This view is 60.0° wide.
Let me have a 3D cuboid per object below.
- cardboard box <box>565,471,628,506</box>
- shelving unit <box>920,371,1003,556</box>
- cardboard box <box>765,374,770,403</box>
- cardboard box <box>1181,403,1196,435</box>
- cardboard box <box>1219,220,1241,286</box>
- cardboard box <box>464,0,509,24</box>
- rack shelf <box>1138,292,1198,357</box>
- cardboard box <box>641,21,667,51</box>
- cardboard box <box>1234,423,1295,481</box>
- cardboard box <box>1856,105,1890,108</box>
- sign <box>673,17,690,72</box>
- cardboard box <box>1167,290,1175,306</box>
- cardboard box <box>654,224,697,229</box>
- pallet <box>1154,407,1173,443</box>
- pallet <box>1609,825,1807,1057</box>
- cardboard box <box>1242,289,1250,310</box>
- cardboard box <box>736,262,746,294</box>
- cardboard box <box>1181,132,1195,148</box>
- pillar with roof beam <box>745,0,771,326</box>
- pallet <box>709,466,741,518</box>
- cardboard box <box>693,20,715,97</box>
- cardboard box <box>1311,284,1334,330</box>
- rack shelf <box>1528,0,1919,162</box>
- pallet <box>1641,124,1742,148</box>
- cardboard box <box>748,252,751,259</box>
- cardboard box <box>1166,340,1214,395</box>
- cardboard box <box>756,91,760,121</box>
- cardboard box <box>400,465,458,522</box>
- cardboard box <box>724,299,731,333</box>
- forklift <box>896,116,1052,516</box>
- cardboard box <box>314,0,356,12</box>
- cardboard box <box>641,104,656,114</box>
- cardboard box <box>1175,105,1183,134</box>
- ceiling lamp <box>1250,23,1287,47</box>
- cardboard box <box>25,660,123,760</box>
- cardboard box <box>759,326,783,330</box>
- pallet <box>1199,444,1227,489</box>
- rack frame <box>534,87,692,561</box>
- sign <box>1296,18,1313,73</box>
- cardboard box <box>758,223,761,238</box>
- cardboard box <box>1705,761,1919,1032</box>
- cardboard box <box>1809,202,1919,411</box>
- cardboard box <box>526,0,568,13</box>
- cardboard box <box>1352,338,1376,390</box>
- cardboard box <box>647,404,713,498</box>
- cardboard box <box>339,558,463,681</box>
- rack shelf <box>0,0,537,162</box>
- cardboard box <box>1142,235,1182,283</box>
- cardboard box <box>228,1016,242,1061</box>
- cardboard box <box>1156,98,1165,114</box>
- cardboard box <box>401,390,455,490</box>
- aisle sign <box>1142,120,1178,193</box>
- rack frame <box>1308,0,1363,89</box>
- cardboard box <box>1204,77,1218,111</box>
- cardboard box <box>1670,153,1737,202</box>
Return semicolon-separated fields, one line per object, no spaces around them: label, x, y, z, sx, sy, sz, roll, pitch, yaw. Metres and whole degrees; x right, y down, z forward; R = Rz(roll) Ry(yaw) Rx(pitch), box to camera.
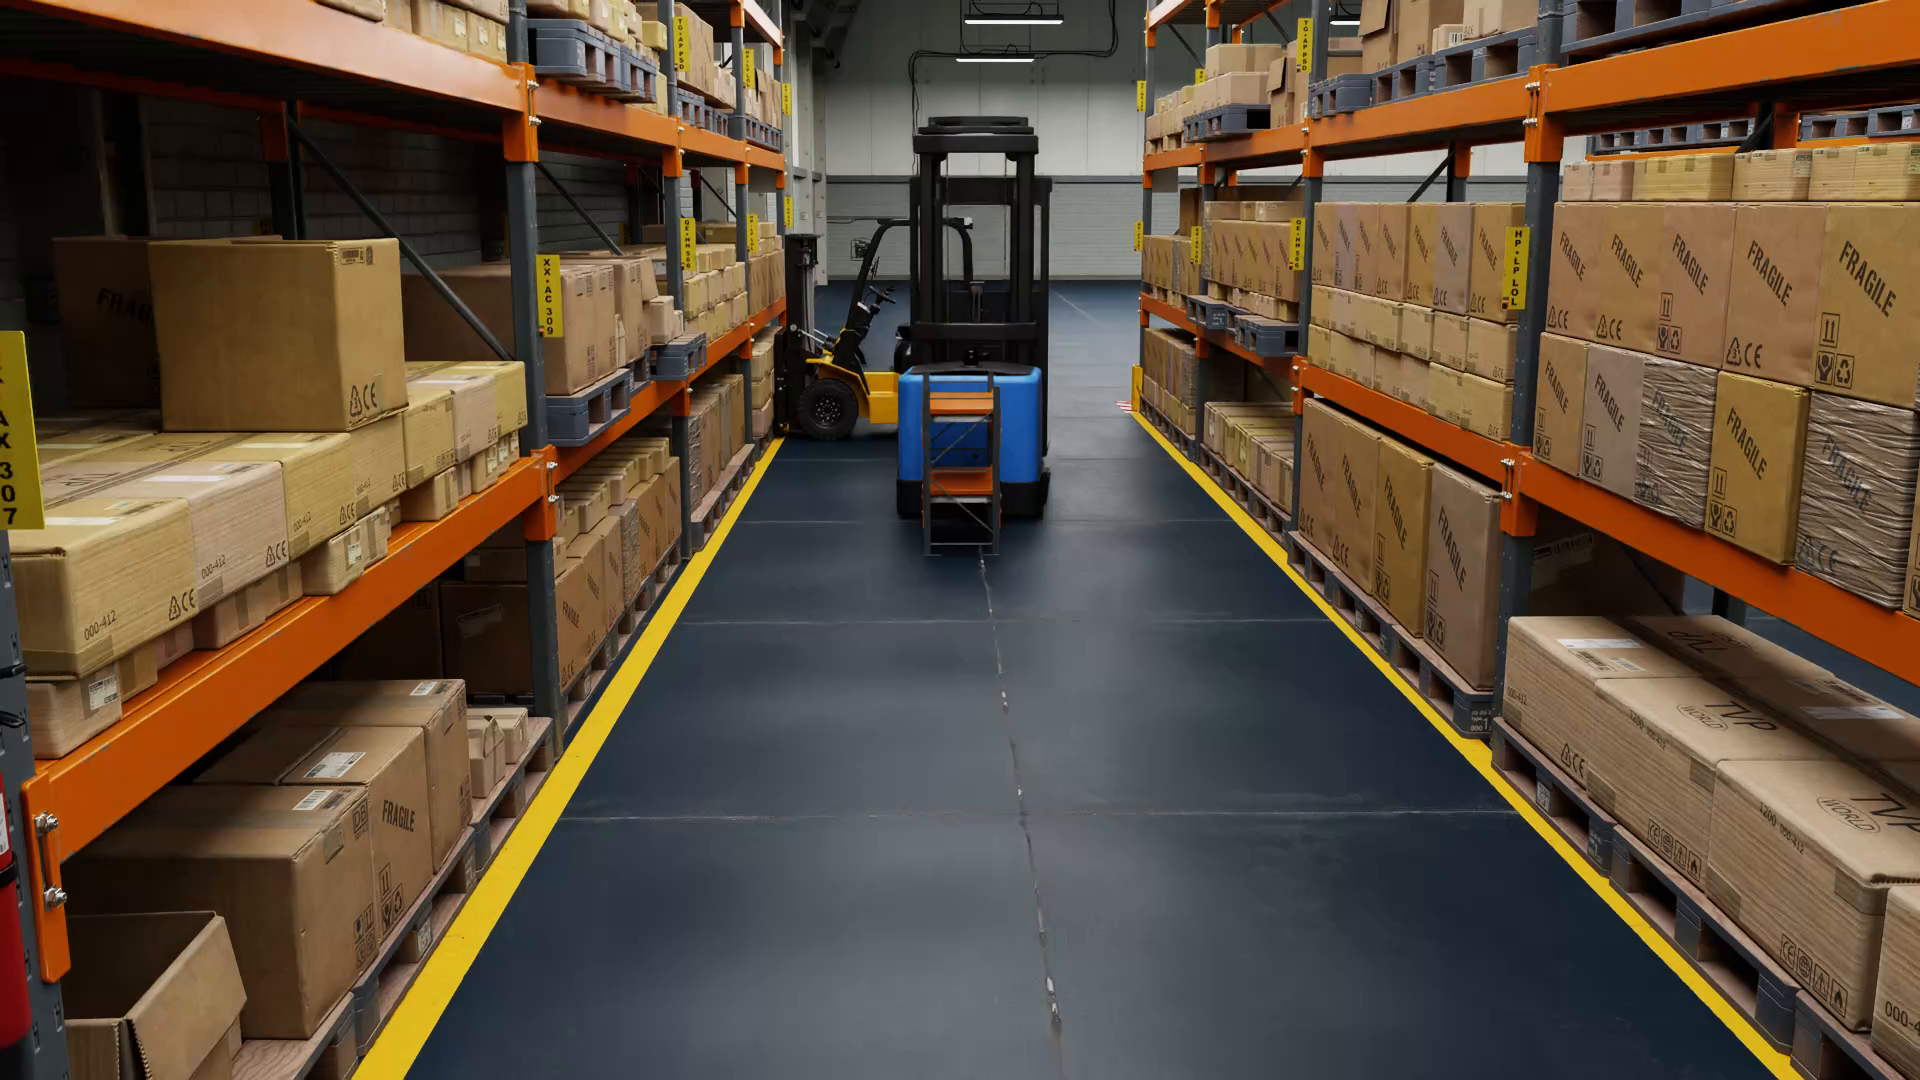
cardboard box;-2.004;-0.278;8.987;0.380;0.149;0.250;-1;11;-4
shelving unit;0.000;-0.550;11.441;0.538;1.125;1.048;0;11;-1
cardboard box;-2.063;-1.437;15.698;0.500;0.250;0.500;0;11;-1
cardboard box;2.332;-1.132;15.452;0.500;0.250;0.500;0;11;1
cardboard box;2.343;-2.265;13.125;0.500;0.500;0.500;0;11;-1
cardboard box;-1.924;-1.993;5.923;0.500;0.250;0.500;0;11;-1
rack shelf;2.572;-2.202;16.678;1.077;0.370;4.000;0;11;-1
cardboard box;-1.964;-3.011;9.940;0.380;0.149;0.250;0;11;1
cardboard box;2.661;-0.690;12.967;0.950;0.372;0.625;0;11;1
cardboard box;7.333;-3.592;13.500;0.250;0.149;0.380;0;11;-1
sign;-1.724;-3.066;10.282;0.100;0.325;0.005;0;11;-1
cardboard box;2.260;-2.400;16.478;0.380;0.149;0.250;0;11;-1
cardboard box;-2.694;-2.914;15.749;0.380;0.149;0.250;0;11;-2
pallet;2.535;-1.167;16.779;1.003;0.211;1.213;0;11;-1
pallet;2.744;1.195;5.140;1.003;0.211;1.213;0;11;-1
cardboard box;2.342;-1.816;12.543;0.380;0.149;0.250;-1;11;-3
cardboard box;-2.084;-2.211;14.032;0.500;0.250;0.500;0;11;-2
cardboard box;2.294;-3.770;15.685;0.380;0.149;0.250;0;11;0
pillar with roof beam;0.737;-8.132;29.010;9.100;9.000;0.400;0;11;-1
pallet;-2.267;-0.380;12.900;1.003;0.211;1.213;0;11;-1
cardboard box;-2.059;-3.462;11.975;0.500;0.500;0.500;0;11;0
cardboard box;2.459;-1.432;10.191;0.500;0.250;0.500;0;11;-2
rack shelf;2.819;-1.287;4.622;1.077;0.370;4.000;0;11;-1
pallet;7.531;-4.029;16.551;1.003;0.211;1.213;0;11;-1
cardboard box;-2.100;-2.619;15.039;0.380;0.149;0.250;0;11;0
cardboard box;2.308;-1.702;16.376;0.500;0.500;0.500;0;11;2
cardboard box;-2.077;-4.091;15.666;0.396;0.266;0.258;-1;11;-2
cardboard box;-1.857;-0.154;5.405;0.380;0.149;0.250;0;11;-2
cardboard box;-2.082;-1.764;13.089;0.500;0.250;0.500;0;11;-1
forklift;0.173;-1.854;13.326;1.130;2.935;3.031;1;12;5
cardboard box;-1.810;-1.467;4.332;0.380;0.149;0.250;0;11;-1
cardboard box;-2.003;-2.536;9.349;0.500;0.250;0.500;0;11;-1
cardboard box;2.327;-3.988;15.756;0.500;0.250;0.500;0;11;-2
ceiling lamp;8.278;-13.835;42.439;2.000;3.185;0.800;0;11;-1
cardboard box;-1.834;0.306;3.137;0.380;0.149;0.250;0;11;-2
cardboard box;-2.111;-2.189;18.149;0.500;0.250;0.500;0;11;1
pallet;2.630;-0.636;14.161;1.003;0.211;1.213;0;11;-1
rack frame;-2.267;-1.341;10.623;1.000;3.000;0.127;0;11;-1
sign;2.153;-3.083;10.369;0.100;0.325;0.005;0;11;-1
cardboard box;-2.177;-3.068;16.508;0.380;0.149;0.250;0;11;0
cardboard box;2.720;0.966;4.643;0.875;0.438;0.875;0;11;0
cardboard box;2.566;-0.607;4.243;0.500;0.500;0.500;0;11;-1
cardboard box;-1.793;-2.208;6.680;0.380;0.149;0.250;0;11;0
cardboard box;2.487;-0.984;9.241;0.500;0.250;0.500;0;11;1
cardboard box;-2.288;-0.637;12.069;0.875;0.625;0.625;0;11;1
cardboard box;-2.490;0.377;7.386;0.500;0.500;0.500;0;11;-1
rack shelf;-2.143;-1.265;4.517;1.077;0.370;4.000;0;11;-1
cardboard box;2.263;-3.052;18.057;0.500;0.500;0.500;0;11;-2
cardboard box;-1.989;1.234;4.044;0.380;0.149;0.250;-1;11;-3
cardboard box;2.229;-4.468;17.121;0.380;0.149;0.250;0;11;-1
cardboard box;-1.908;-0.319;5.216;0.500;0.250;0.500;0;11;-2
aisle sign;2.219;-4.237;18.362;0.394;0.787;0.004;0;11;-1
rack frame;2.696;-4.302;10.131;1.000;3.000;0.127;0;11;-1
cardboard box;2.236;-3.541;13.244;0.500;0.250;0.500;0;11;-2
cardboard box;2.514;-1.156;5.313;0.380;0.149;0.250;-1;11;-3
